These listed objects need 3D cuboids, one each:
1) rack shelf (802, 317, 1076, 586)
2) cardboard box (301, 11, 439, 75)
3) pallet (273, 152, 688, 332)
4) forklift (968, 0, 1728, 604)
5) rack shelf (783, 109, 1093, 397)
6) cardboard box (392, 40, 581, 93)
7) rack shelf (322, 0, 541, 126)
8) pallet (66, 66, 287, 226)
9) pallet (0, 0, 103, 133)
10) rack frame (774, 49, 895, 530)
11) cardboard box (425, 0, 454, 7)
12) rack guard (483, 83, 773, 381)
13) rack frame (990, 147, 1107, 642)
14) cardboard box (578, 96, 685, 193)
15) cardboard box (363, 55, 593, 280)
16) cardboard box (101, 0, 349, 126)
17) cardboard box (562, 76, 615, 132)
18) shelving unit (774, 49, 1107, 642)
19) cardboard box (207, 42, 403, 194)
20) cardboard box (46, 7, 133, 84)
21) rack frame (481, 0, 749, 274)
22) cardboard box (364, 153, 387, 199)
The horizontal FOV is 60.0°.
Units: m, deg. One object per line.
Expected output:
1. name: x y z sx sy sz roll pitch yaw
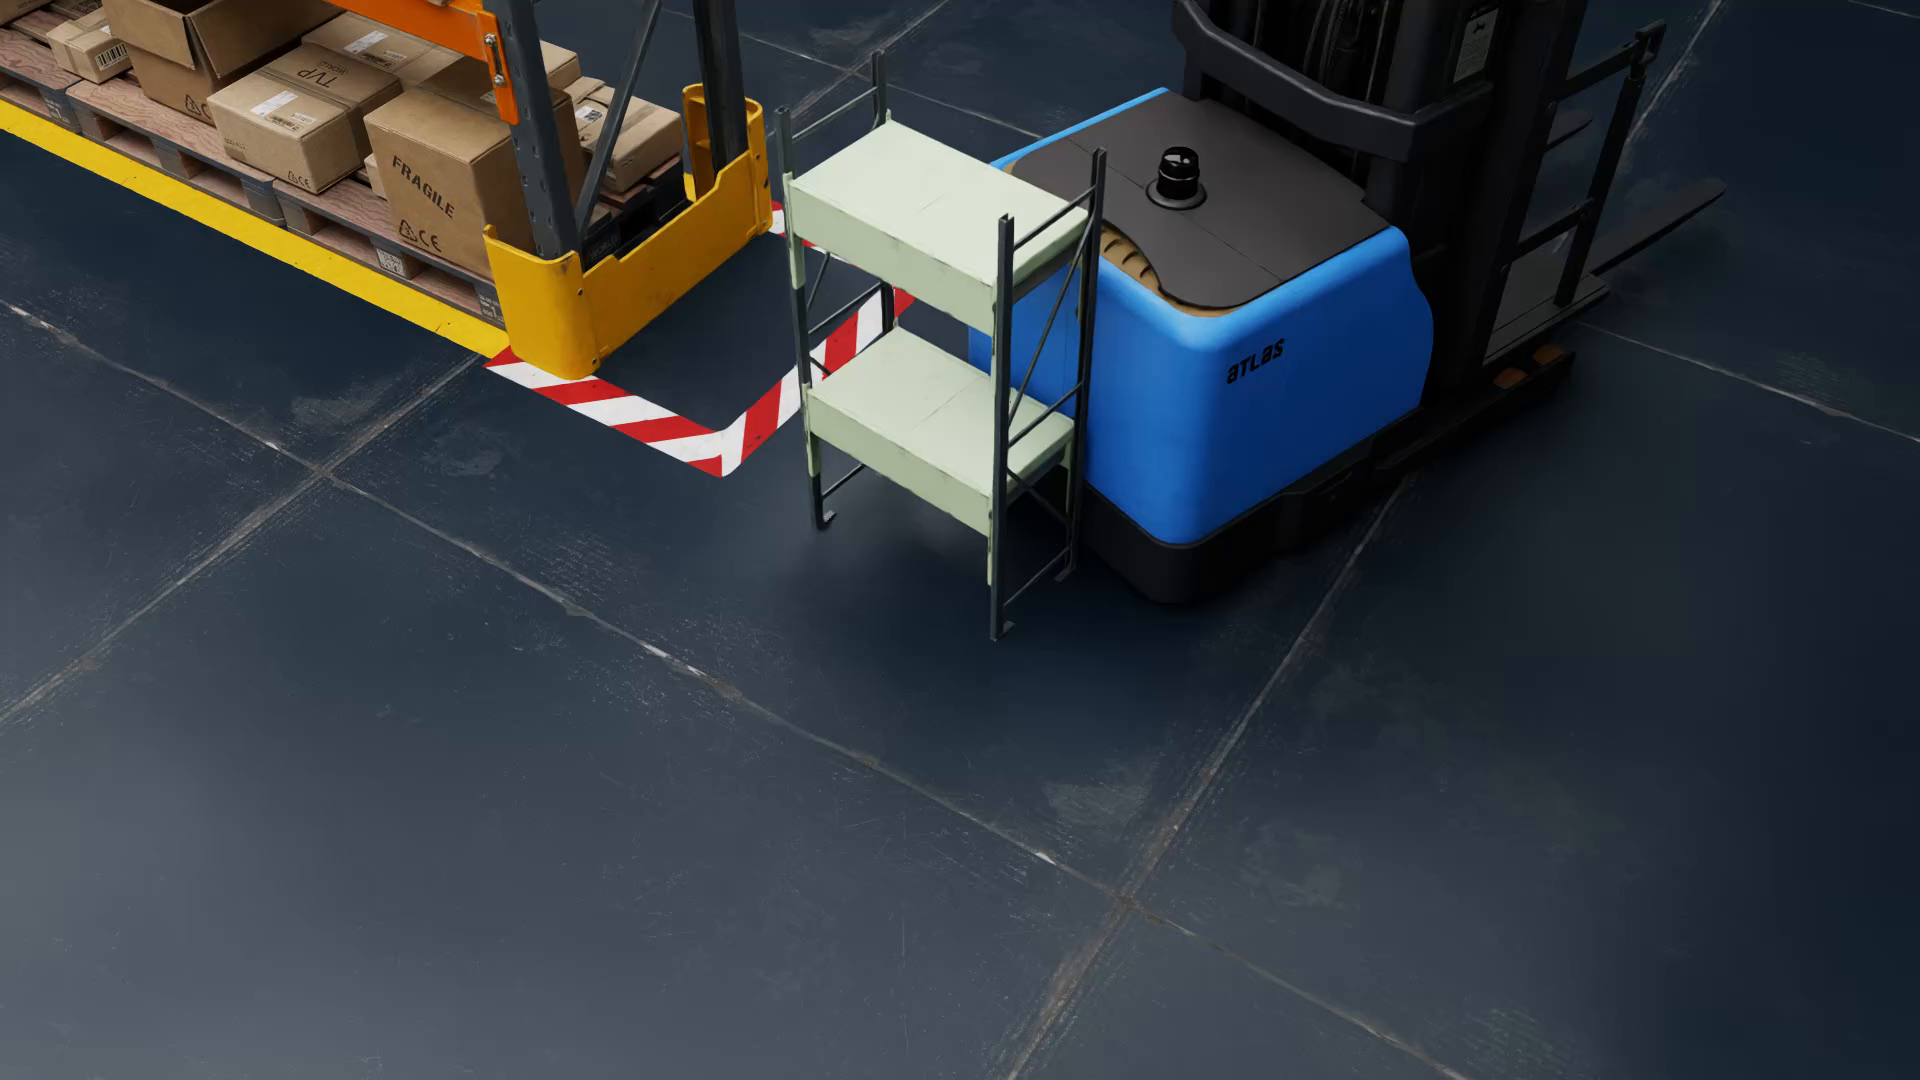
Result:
1. rack shelf: -0.055 -0.274 4.925 0.720 0.370 0.431 31 53 27
2. cardboard box: -2.241 -1.936 6.650 0.500 0.250 0.500 25 51 22
3. pallet: -1.830 -1.337 6.403 1.213 0.211 1.003 25 51 22
4. forklift: 1.483 -1.715 4.873 3.031 2.935 1.130 -29 53 -26
5. rack shelf: -0.055 -0.773 4.411 0.720 0.370 0.431 31 53 27
6. cardboard box: -1.820 -1.742 6.462 0.500 0.250 0.500 25 51 22
7. rack shelf: -2.778 -2.495 6.085 4.000 0.370 1.077 25 51 22
8. pallet: -2.853 -1.810 6.862 1.213 0.211 1.003 25 51 22
9. pallet: -3.884 -2.282 7.321 1.213 0.211 1.003 25 51 22
10. rack frame: -0.335 -0.670 4.855 0.023 1.500 0.400 31 53 27
11. cardboard box: -1.619 -2.016 5.047 0.500 0.500 0.500 26 51 23
12. rack guard: -1.159 -1.130 6.000 0.348 0.500 1.175 25 51 22
13. rack frame: 0.226 -0.332 4.527 0.023 1.500 0.400 31 53 27
14. cardboard box: -1.262 -1.501 6.298 0.250 0.149 0.380 25 51 22
15. cardboard box: -1.685 -1.316 5.873 0.500 0.500 0.500 25 51 22
16. cardboard box: -2.878 -2.079 6.613 0.637 0.503 0.797 25 51 22
17. cardboard box: -1.472 -1.604 6.386 0.250 0.166 0.380 25 51 22
18. shelving unit: -0.055 -0.501 4.691 0.755 1.500 0.431 31 53 27
19. cardboard box: -2.469 -1.615 6.338 0.500 0.250 0.500 25 51 22
20. cardboard box: -3.492 -2.064 6.833 0.250 0.166 0.380 25 51 22
21. rack frame: -1.095 -1.972 5.074 0.127 3.000 1.000 25 51 22
22. cardboard box: -1.978 -1.411 6.198 0.250 0.166 0.380 25 51 22
